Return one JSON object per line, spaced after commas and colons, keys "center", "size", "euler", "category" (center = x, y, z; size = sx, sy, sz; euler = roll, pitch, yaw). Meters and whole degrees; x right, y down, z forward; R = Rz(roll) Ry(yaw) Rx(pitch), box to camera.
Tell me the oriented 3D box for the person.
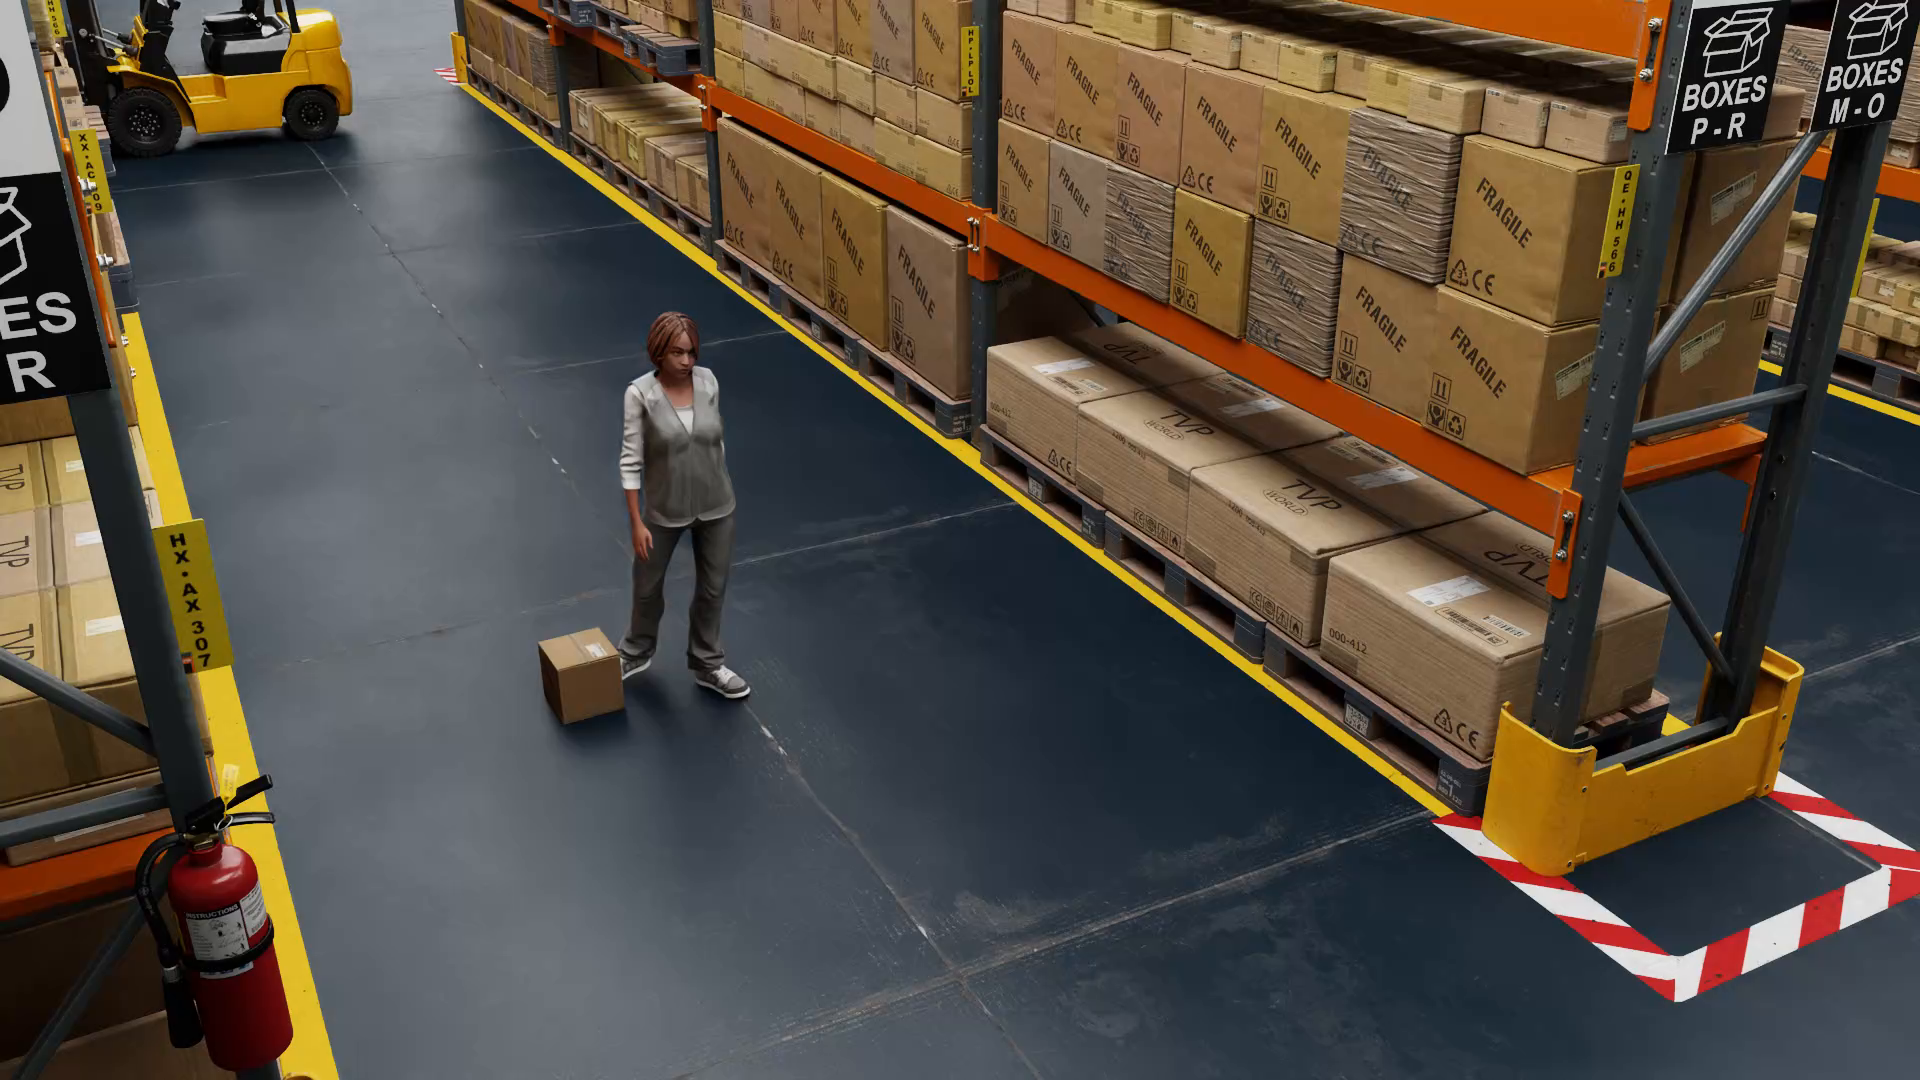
{"center": [-1.161, -0.105, 6.336], "size": [0.588, 1.594, 0.438], "euler": [-11, 28, -21], "category": "person"}
